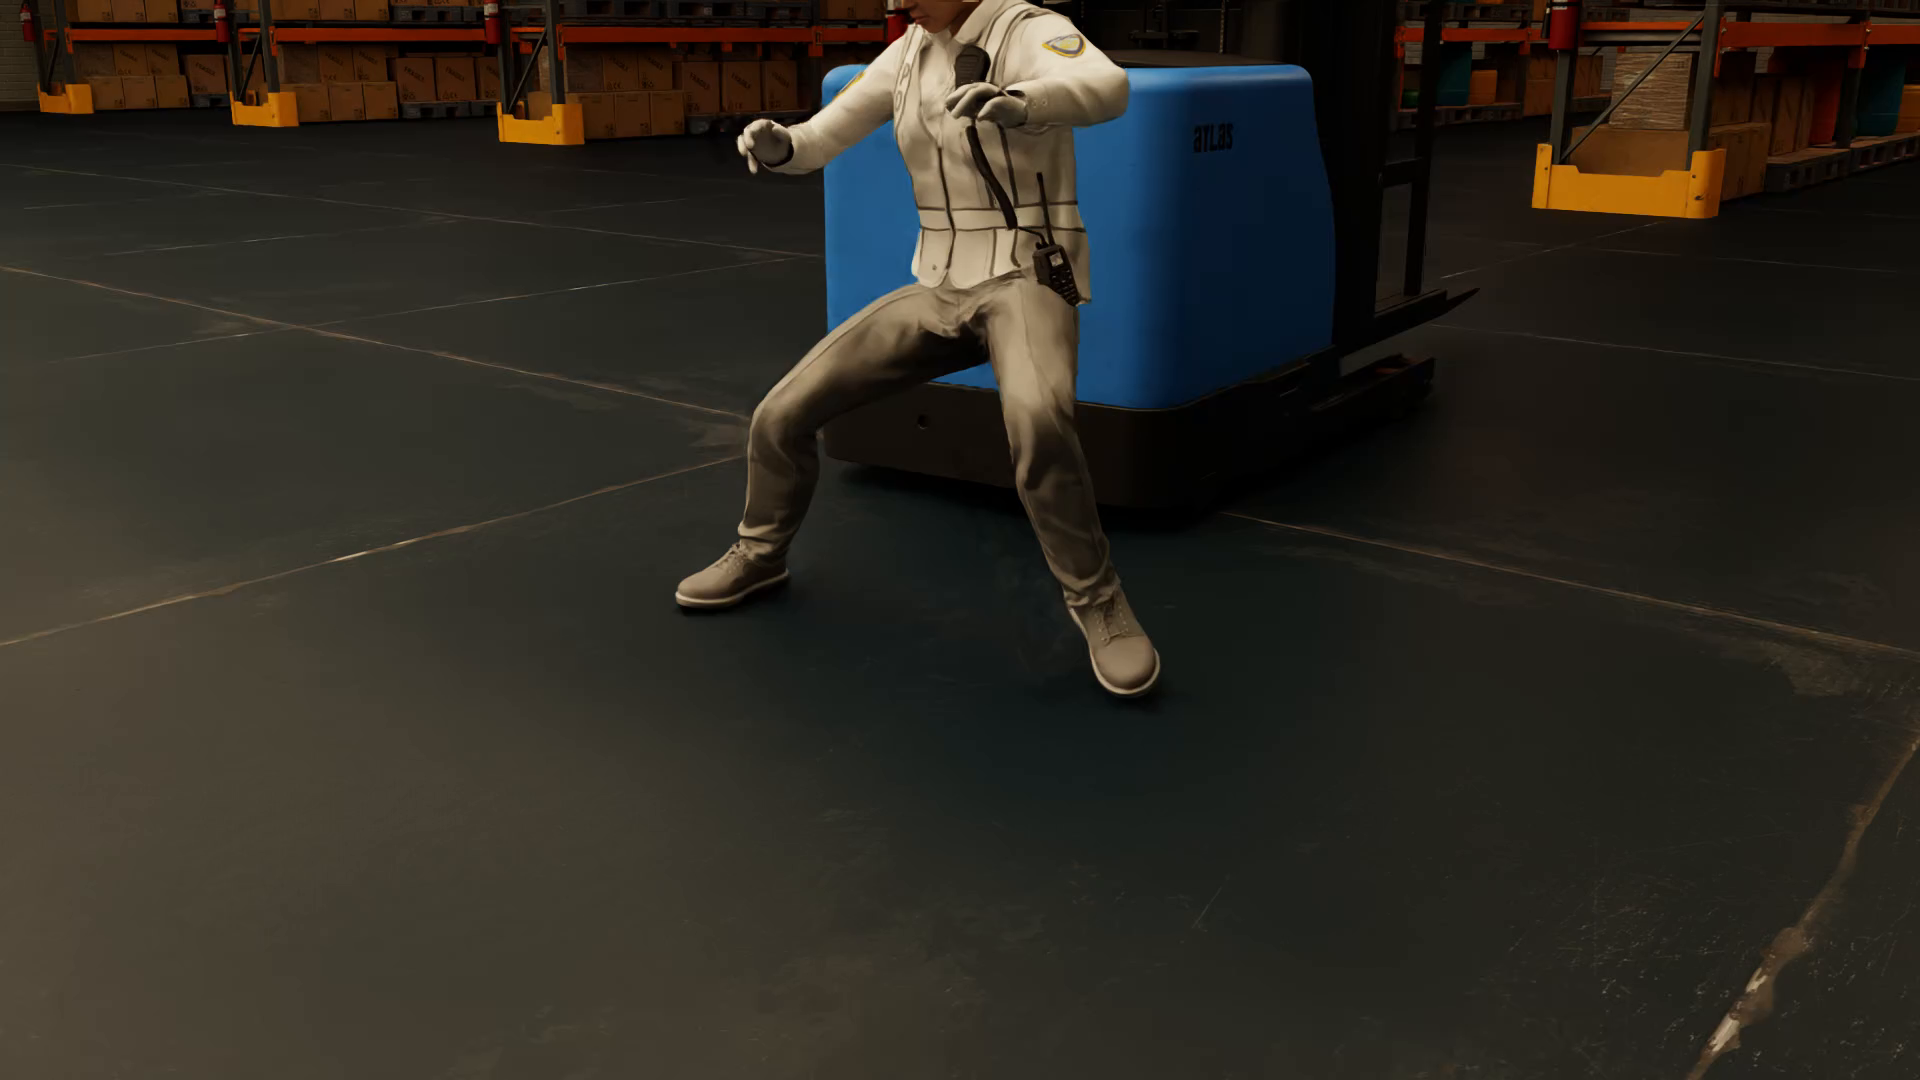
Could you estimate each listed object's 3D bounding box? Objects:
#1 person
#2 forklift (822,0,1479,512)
[{"bbox_3d":[-0.069,-0.488,3.083,0.669,1.423,1.060,-14,22,-39],"label":"person"},{"bbox_3d":[0.868,-1.844,4.971,1.130,2.935,3.031,11,20,32],"label":"forklift"}]
